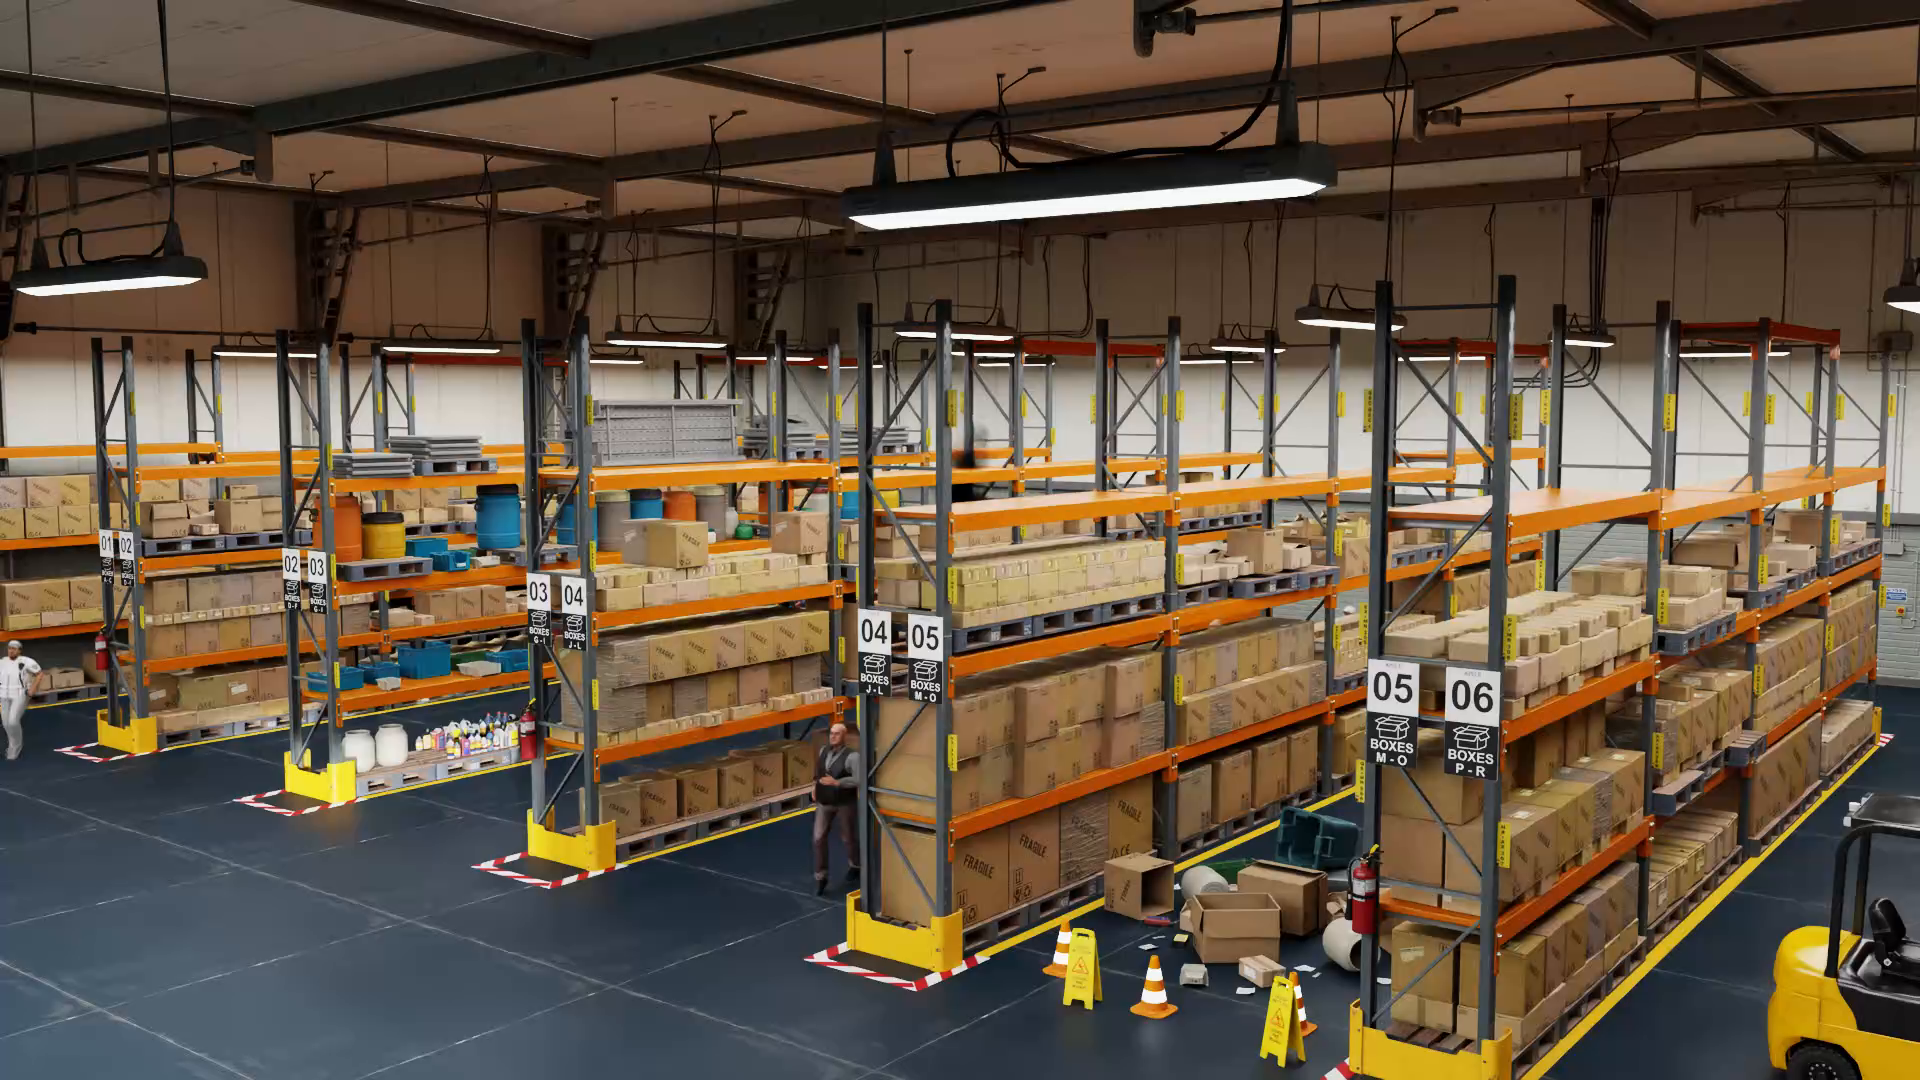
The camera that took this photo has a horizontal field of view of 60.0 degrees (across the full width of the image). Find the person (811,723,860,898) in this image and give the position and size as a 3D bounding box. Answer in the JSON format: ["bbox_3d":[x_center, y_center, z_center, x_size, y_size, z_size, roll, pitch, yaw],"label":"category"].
[{"bbox_3d":[-1.277,2.790,17.354,0.629,1.774,0.769,2,5,22],"label":"person"}]

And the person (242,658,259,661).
[{"bbox_3d":[-11.826,1.932,27.565,0.596,1.685,0.600,3,6,33],"label":"person"}]

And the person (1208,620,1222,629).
[{"bbox_3d":[3.554,1.981,23.338,0.710,1.742,0.637,3,6,33],"label":"person"}]

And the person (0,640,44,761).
[{"bbox_3d":[-13.495,2.275,23.754,0.618,1.702,0.627,0,5,0],"label":"person"}]

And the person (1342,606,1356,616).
[{"bbox_3d":[6.470,1.934,27.339,0.663,1.731,0.708,-4,7,-42],"label":"person"}]
